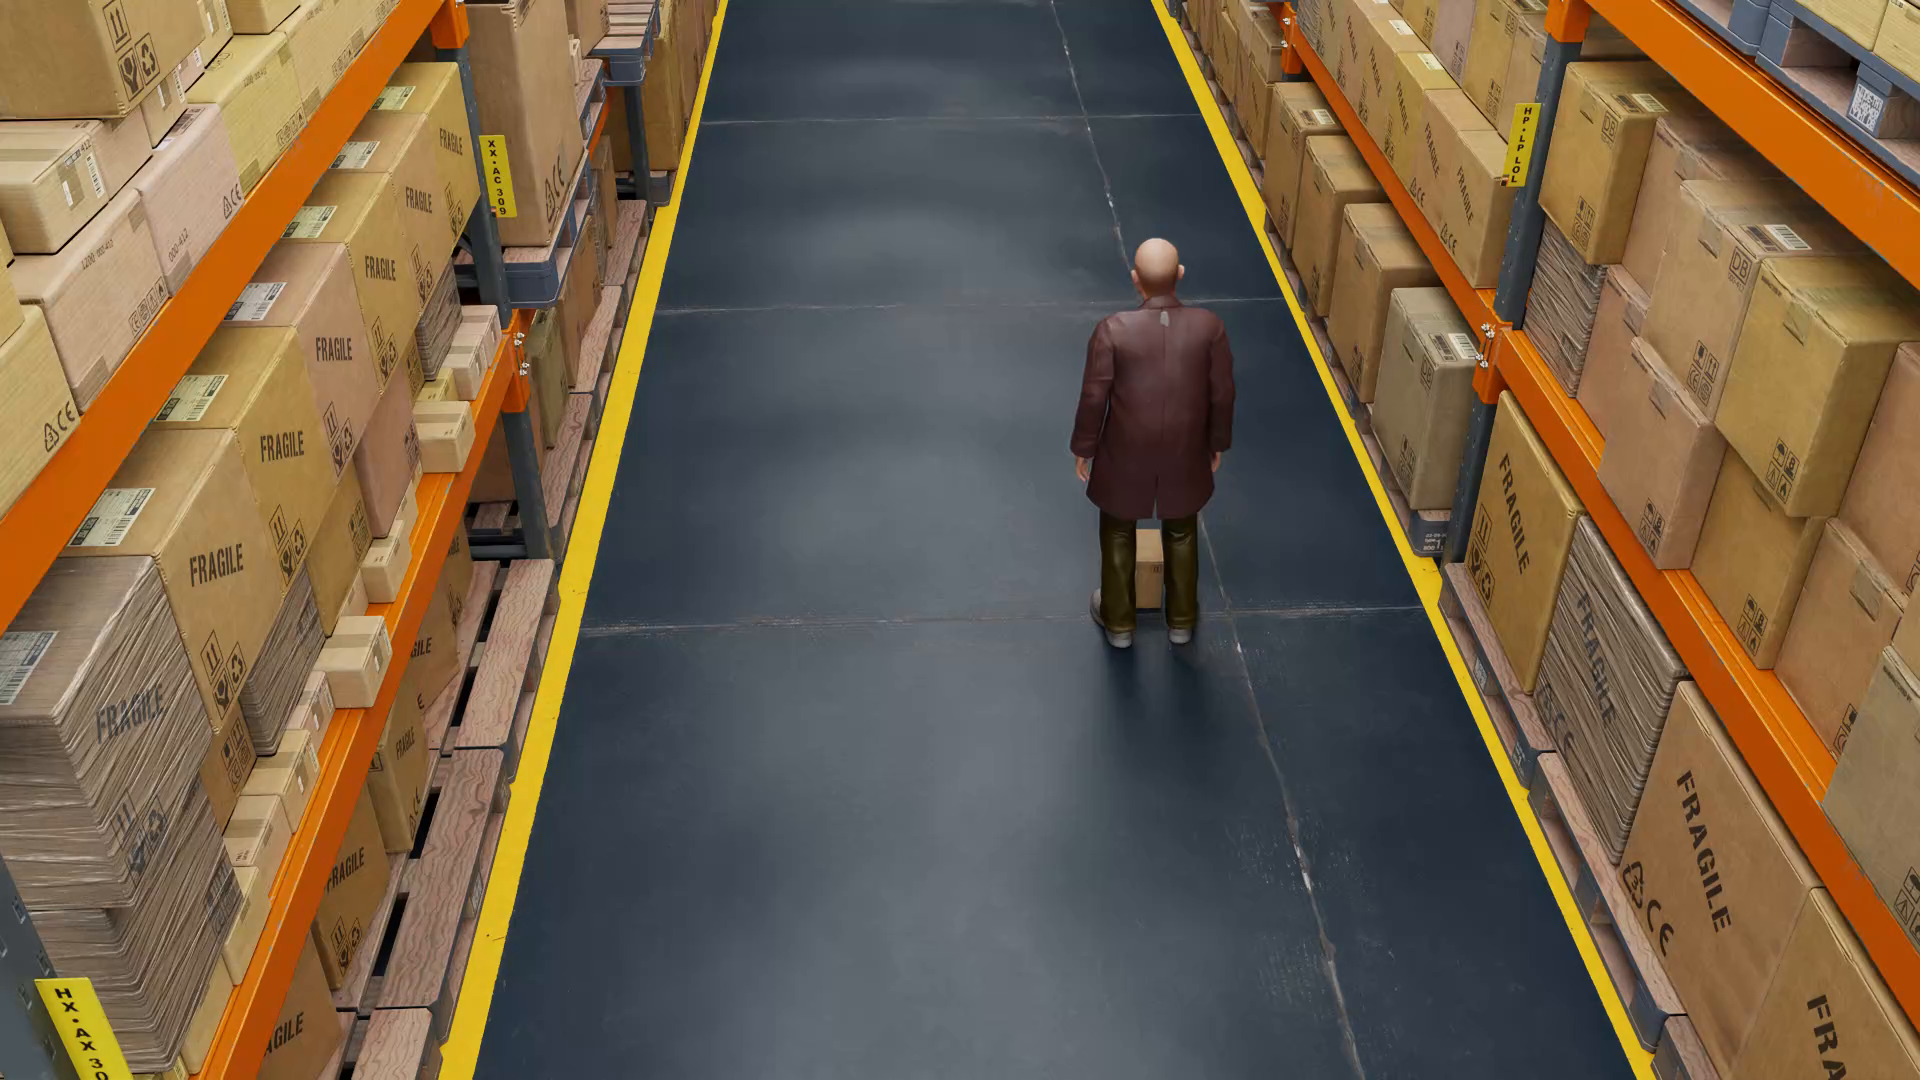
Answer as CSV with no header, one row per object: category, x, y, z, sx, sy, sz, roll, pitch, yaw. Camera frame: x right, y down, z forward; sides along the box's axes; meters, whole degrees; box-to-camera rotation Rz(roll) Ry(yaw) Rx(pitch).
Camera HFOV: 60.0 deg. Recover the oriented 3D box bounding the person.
person,0.767,-0.359,6.675,0.652,1.774,0.417,-2,35,-3
